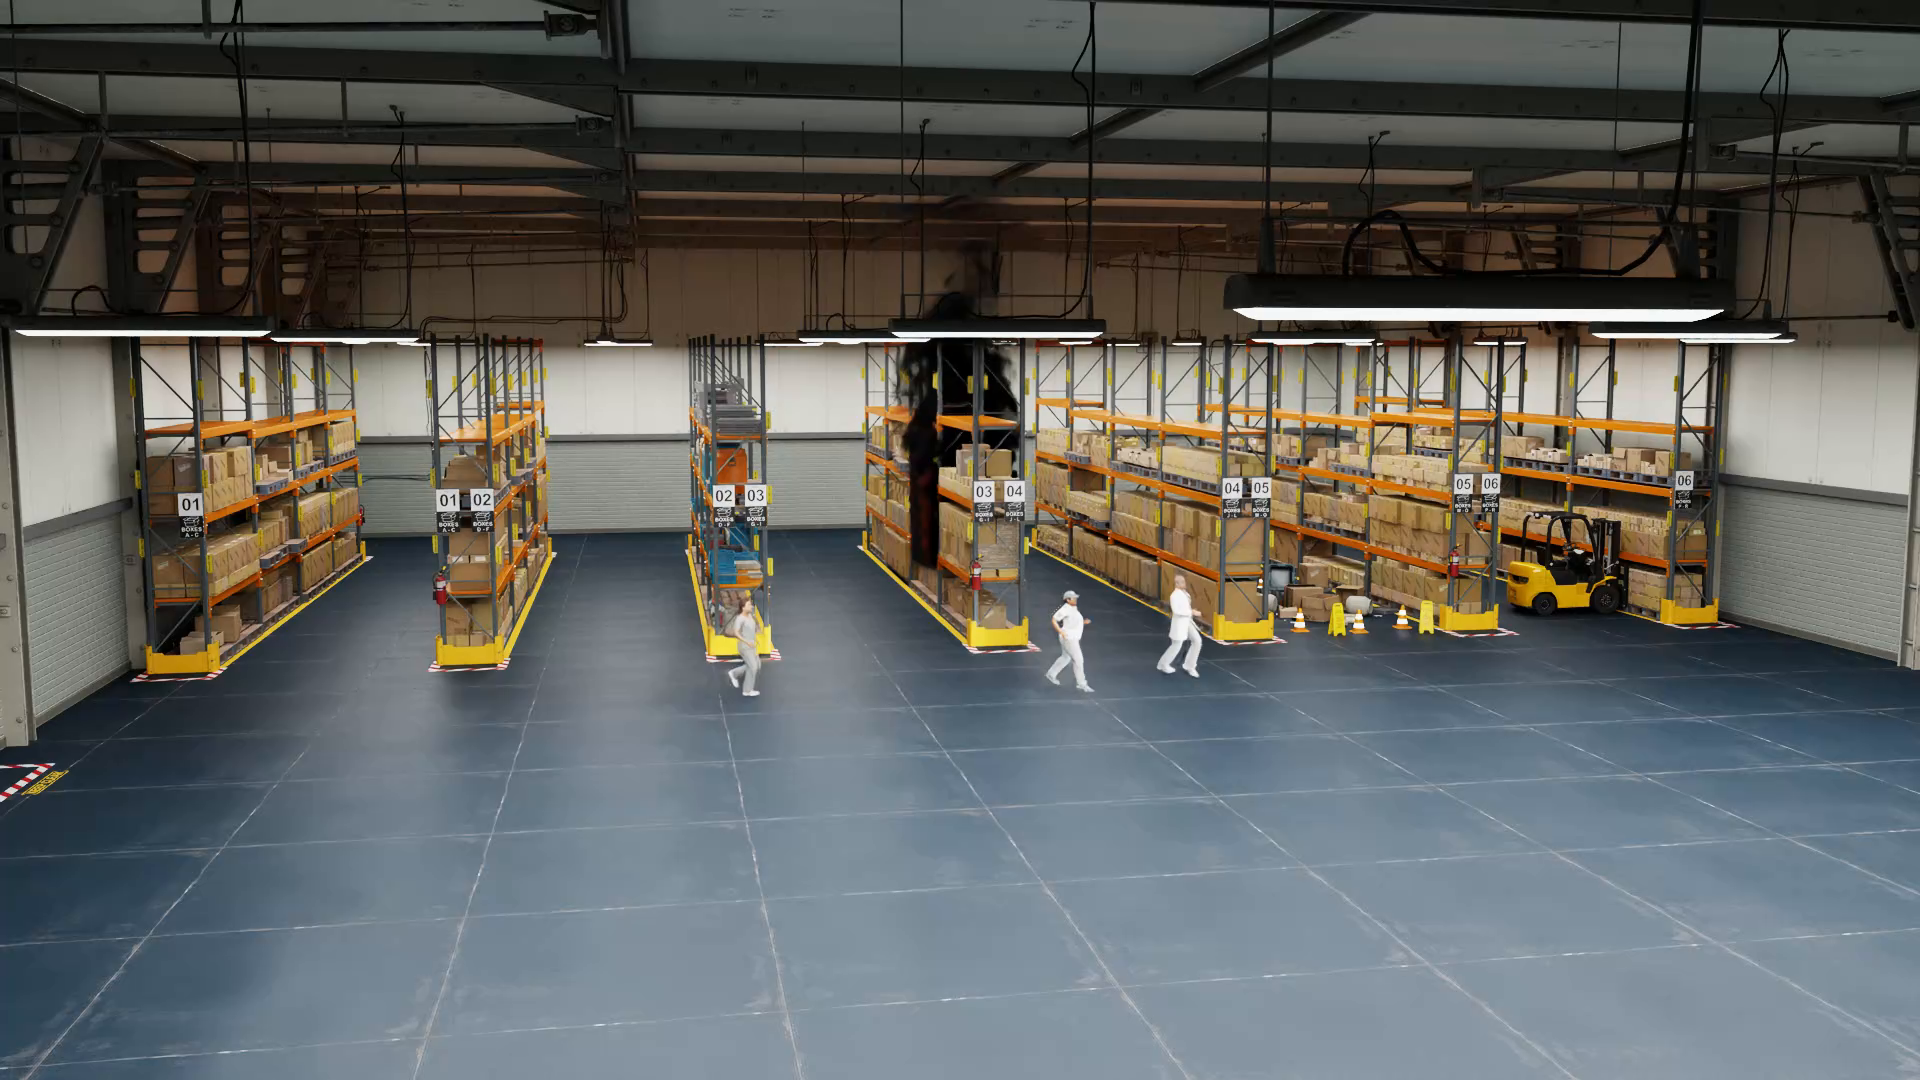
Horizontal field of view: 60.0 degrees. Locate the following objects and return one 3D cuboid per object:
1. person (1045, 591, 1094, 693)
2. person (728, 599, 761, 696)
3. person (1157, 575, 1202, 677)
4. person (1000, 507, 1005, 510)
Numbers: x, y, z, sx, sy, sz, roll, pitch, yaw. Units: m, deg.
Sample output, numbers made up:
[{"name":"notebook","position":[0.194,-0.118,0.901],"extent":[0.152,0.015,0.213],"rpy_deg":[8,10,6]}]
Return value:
[{"name":"person","position":[1.841,1.688,27.935],"extent":[0.895,1.689,0.594],"rpy_deg":[2,7,17]},{"name":"person","position":[-3.596,1.765,27.533],"extent":[0.601,1.624,0.609],"rpy_deg":[2,7,18]},{"name":"person","position":[3.878,1.522,29.236],"extent":[0.826,1.820,0.713],"rpy_deg":[4,8,31]},{"name":"person","position":[1.412,-0.409,45.888],"extent":[0.729,1.840,0.988],"rpy_deg":[-1,7,-5]}]
